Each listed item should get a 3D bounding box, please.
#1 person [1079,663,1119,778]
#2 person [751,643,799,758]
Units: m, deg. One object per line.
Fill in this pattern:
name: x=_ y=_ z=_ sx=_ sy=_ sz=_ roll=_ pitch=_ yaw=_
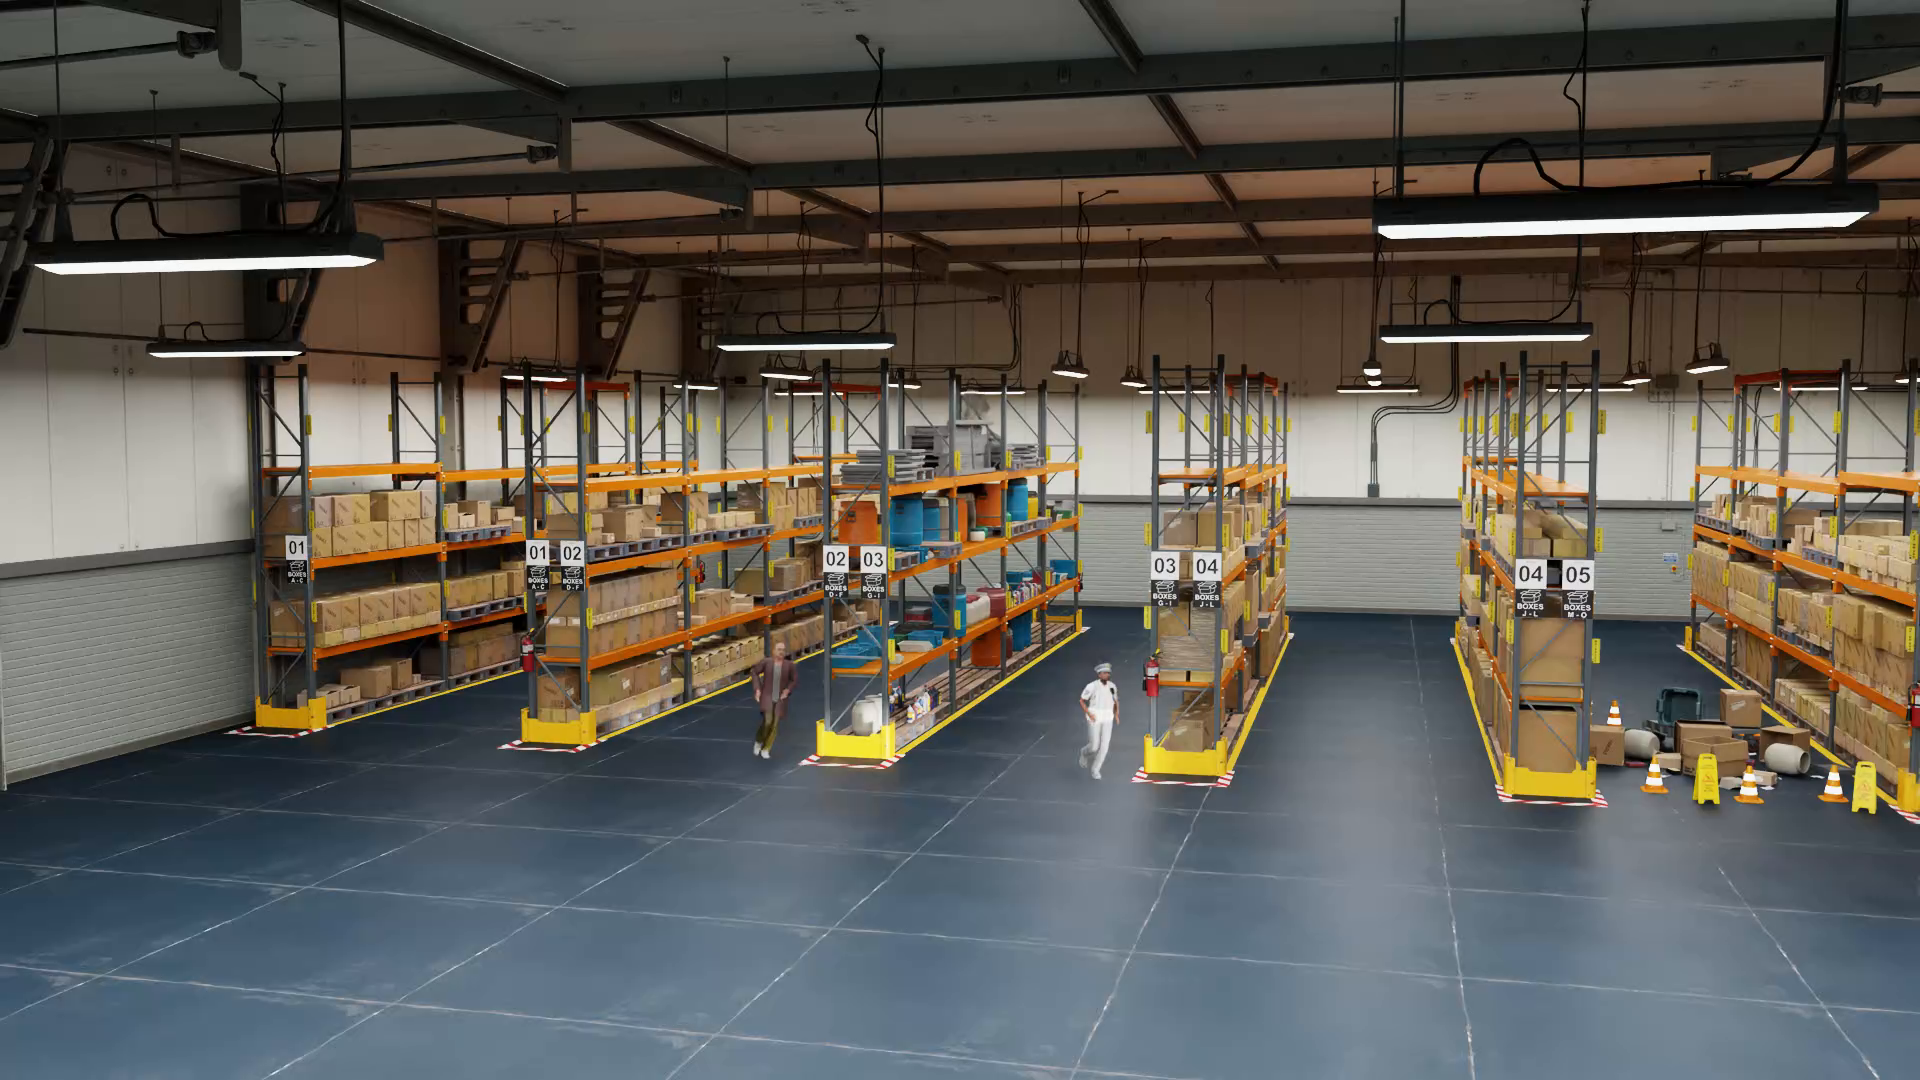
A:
person: x=1.997 y=2.552 z=23.740 sx=0.608 sy=1.633 sz=0.547 roll=-1 pitch=4 yaw=-17
person: x=-2.766 y=2.415 z=25.058 sx=0.692 sy=1.733 sz=0.599 roll=-1 pitch=4 yaw=-16
